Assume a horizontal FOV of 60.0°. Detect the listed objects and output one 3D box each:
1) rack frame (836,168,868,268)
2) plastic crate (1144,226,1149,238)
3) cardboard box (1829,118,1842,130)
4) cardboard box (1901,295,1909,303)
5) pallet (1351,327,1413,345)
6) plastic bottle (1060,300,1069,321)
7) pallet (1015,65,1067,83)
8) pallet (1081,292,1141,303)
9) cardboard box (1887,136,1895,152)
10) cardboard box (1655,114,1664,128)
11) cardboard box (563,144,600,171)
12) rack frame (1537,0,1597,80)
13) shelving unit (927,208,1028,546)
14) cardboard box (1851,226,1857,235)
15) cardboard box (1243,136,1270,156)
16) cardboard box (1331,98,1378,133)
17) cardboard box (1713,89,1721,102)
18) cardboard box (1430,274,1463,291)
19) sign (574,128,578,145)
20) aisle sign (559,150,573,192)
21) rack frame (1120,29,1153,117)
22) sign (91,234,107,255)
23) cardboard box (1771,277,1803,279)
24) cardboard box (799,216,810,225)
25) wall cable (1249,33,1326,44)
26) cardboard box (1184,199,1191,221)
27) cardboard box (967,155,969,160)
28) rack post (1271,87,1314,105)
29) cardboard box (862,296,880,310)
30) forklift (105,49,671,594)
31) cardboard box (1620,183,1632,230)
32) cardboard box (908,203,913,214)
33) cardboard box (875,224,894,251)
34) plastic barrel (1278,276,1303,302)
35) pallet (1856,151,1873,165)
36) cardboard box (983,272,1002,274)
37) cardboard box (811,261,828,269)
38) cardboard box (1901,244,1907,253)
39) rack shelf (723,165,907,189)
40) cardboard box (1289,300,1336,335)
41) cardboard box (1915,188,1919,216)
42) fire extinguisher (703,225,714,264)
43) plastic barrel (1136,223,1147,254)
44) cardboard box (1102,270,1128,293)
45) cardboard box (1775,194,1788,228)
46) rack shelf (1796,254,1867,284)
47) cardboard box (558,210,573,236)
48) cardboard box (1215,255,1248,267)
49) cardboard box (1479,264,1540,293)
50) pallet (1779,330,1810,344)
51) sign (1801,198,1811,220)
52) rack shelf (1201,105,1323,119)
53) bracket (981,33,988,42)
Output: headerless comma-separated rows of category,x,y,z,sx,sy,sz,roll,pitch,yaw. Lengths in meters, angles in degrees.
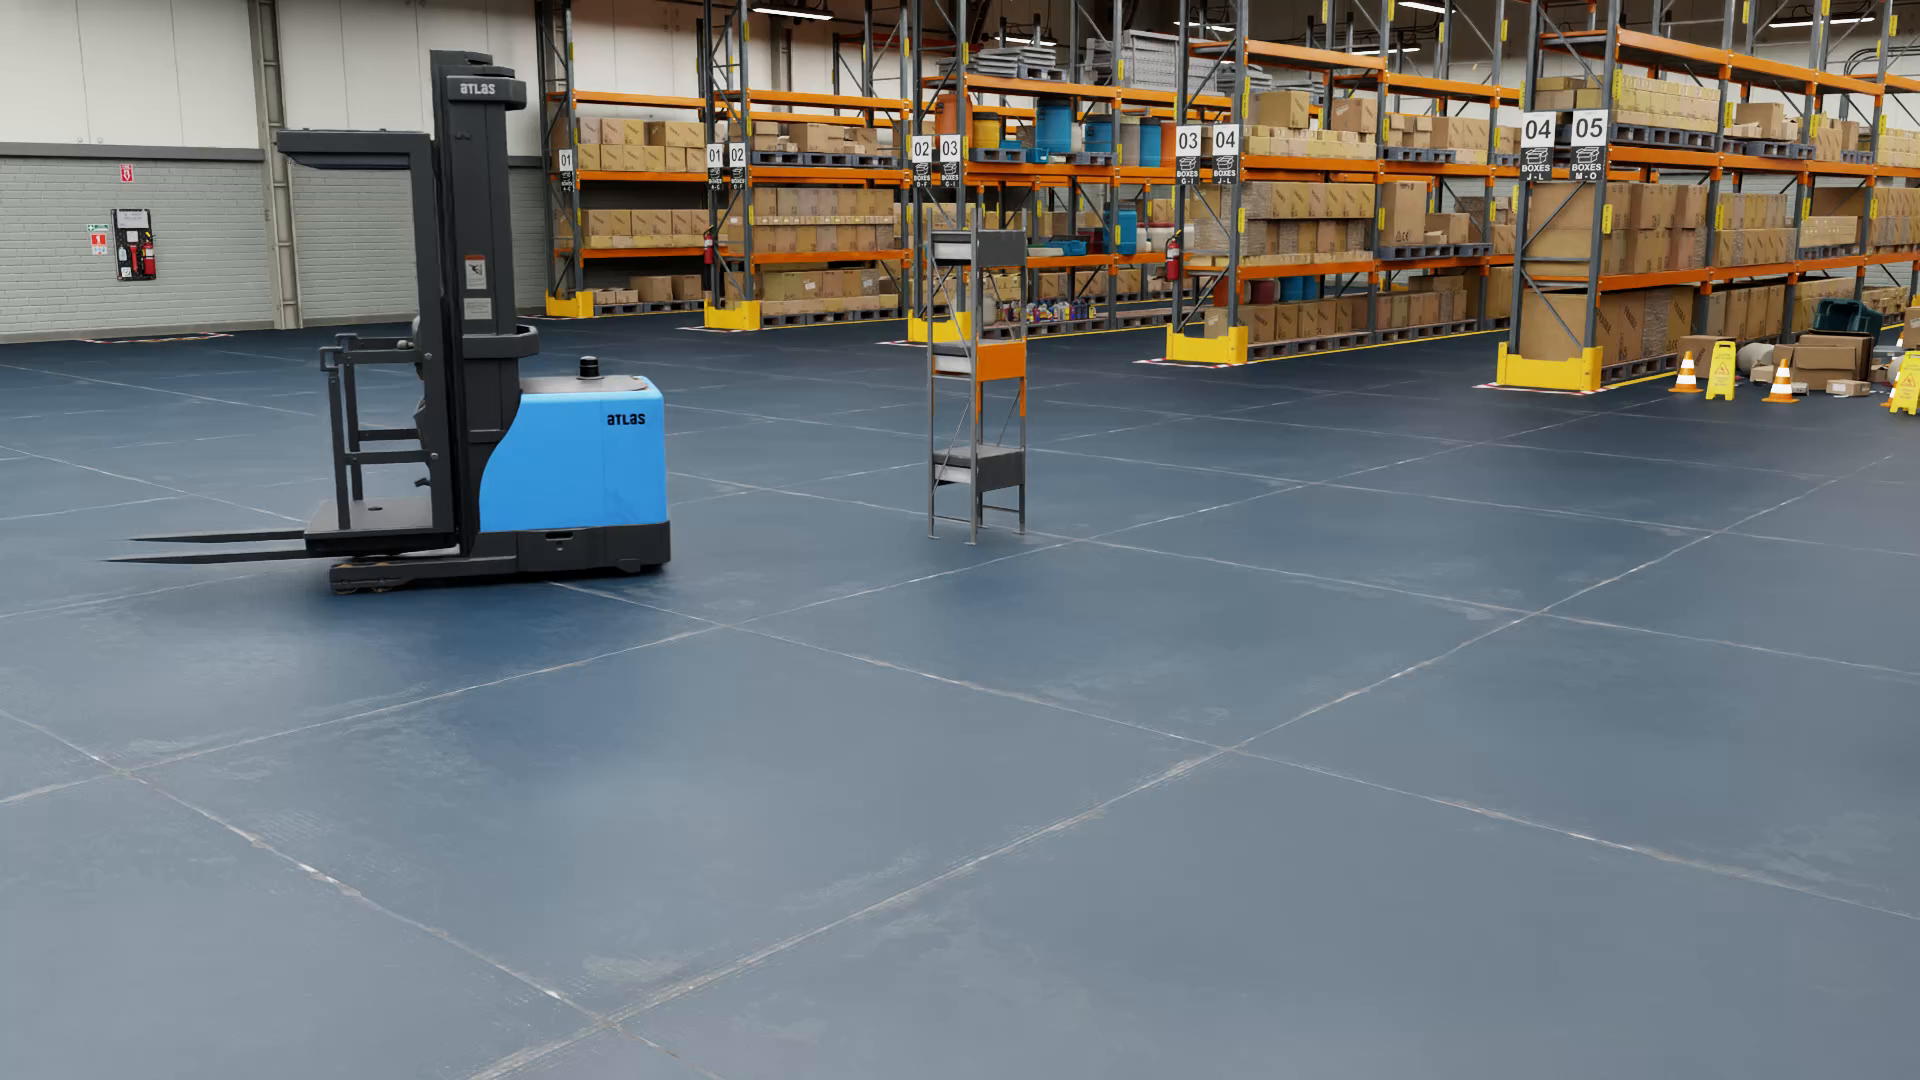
rack frame,-2.486,-7.069,38.447,1.000,3.000,0.127,10,15,40
plastic crate,3.660,-5.622,31.035,0.402,0.464,0.583,10,15,40
cardboard box,13.858,-6.598,27.091,0.797,0.503,0.637,10,15,40
cardboard box,17.483,-4.508,31.071,0.380,0.149,0.250,9,15,39
pallet,6.549,-3.307,26.729,1.003,0.211,1.213,10,15,40
plastic bottle,1.767,-3.909,28.264,0.144,0.351,0.185,10,15,40
pallet,0.987,-7.548,27.030,1.003,0.211,1.213,10,15,40
pallet,3.370,-5.526,37.839,1.003,0.211,1.213,10,15,40
cardboard box,15.807,-6.836,28.724,0.500,0.250,0.500,10,15,40
cardboard box,8.355,-5.112,20.304,0.380,0.149,0.250,10,15,40
cardboard box,-7.358,-7.439,32.333,0.500,0.500,0.500,10,15,42
rack frame,11.317,-8.678,31.187,1.000,3.000,0.127,10,15,40
shelving unit,0.109,-1.054,10.627,0.431,2.100,0.503,10,15,40
cardboard box,14.862,-5.225,28.023,0.380,0.149,0.250,10,15,42
cardboard box,3.908,-5.406,22.843,0.500,0.250,0.500,10,15,42
cardboard box,5.931,-6.371,25.003,0.500,0.500,0.500,9,15,39
cardboard box,9.693,-5.802,21.722,0.380,0.149,0.250,10,15,40
cardboard box,8.257,-4.403,28.443,0.500,0.250,0.500,11,15,43
sign,-7.359,-7.722,31.824,0.100,0.325,0.005,10,15,40
aisle sign,-7.589,-7.118,32.052,0.394,0.787,0.004,10,15,40
rack frame,3.878,-9.960,37.602,1.000,3.000,0.127,10,15,40
sign,-14.017,-4.815,27.070,0.001,0.329,0.234,10,15,40
cardboard box,13.600,-4.201,27.479,0.500,0.250,0.500,11,15,42
cardboard box,-2.942,-5.802,30.188,0.380,0.149,0.250,9,14,38
wall cable,8.829,-12.578,45.746,3.097,2.526,0.112,10,15,40
cardboard box,5.081,-7.742,39.006,0.500,0.500,0.500,9,15,39
cardboard box,-0.094,-7.718,33.345,0.500,0.250,0.500,8,14,36
rack post,6.356,-8.759,32.868,0.954,0.300,0.937,-10,15,-41
cardboard box,-1.882,-4.530,31.680,0.500,0.250,0.500,10,15,40
forklift,-3.269,-1.251,9.490,3.031,2.935,1.130,-3,12,-15
cardboard box,7.623,-4.060,20.242,0.875,0.550,0.550,10,15,40
cardboard box,-1.311,-7.828,39.267,0.500,0.250,0.500,10,15,41
cardboard box,-1.691,-5.824,31.956,0.700,0.500,0.500,9,15,39
plastic barrel,6.757,-5.372,34.234,0.600,0.901,0.708,10,15,40
pallet,14.489,-6.382,27.828,1.213,0.211,1.003,10,15,40
cardboard box,0.672,-5.523,35.221,0.500,0.311,0.500,10,15,42
cardboard box,-3.345,-6.239,37.632,0.500,0.250,0.500,10,15,41
cardboard box,17.116,-5.350,30.481,0.380,0.149,0.250,10,15,42
rack shelf,-2.723,-6.665,30.600,1.077,0.370,4.000,10,15,40
cardboard box,5.370,-3.401,25.389,0.500,0.500,0.500,-7,13,-30
cardboard box,17.502,-6.255,30.801,0.500,0.500,0.500,9,15,39
fire extinguisher,-4.470,-5.257,29.571,0.296,0.674,0.183,10,15,40
plastic barrel,3.112,-5.379,29.637,0.433,0.535,0.433,0,11,0
cardboard box,3.435,-5.827,37.484,0.500,0.500,0.500,10,15,41
cardboard box,12.032,-4.967,25.111,0.700,0.500,0.500,10,15,40
rack shelf,13.656,-4.433,27.086,1.077,0.370,4.000,10,15,40
cardboard box,-7.615,-6.293,32.978,0.500,0.500,0.500,10,15,40
cardboard box,3.763,-3.859,23.015,0.380,0.149,0.250,10,15,40
cardboard box,9.742,-4.541,30.141,1.225,0.875,0.875,10,15,41
pallet,12.853,-3.239,26.390,1.003,0.211,1.213,10,15,40
sign,12.755,-4.988,25.072,0.100,0.325,0.005,10,15,40
rack shelf,6.277,-8.476,33.029,1.077,0.370,4.000,10,15,40
bracket,0.508,-12.595,41.605,0.235,0.232,0.430,10,15,40
